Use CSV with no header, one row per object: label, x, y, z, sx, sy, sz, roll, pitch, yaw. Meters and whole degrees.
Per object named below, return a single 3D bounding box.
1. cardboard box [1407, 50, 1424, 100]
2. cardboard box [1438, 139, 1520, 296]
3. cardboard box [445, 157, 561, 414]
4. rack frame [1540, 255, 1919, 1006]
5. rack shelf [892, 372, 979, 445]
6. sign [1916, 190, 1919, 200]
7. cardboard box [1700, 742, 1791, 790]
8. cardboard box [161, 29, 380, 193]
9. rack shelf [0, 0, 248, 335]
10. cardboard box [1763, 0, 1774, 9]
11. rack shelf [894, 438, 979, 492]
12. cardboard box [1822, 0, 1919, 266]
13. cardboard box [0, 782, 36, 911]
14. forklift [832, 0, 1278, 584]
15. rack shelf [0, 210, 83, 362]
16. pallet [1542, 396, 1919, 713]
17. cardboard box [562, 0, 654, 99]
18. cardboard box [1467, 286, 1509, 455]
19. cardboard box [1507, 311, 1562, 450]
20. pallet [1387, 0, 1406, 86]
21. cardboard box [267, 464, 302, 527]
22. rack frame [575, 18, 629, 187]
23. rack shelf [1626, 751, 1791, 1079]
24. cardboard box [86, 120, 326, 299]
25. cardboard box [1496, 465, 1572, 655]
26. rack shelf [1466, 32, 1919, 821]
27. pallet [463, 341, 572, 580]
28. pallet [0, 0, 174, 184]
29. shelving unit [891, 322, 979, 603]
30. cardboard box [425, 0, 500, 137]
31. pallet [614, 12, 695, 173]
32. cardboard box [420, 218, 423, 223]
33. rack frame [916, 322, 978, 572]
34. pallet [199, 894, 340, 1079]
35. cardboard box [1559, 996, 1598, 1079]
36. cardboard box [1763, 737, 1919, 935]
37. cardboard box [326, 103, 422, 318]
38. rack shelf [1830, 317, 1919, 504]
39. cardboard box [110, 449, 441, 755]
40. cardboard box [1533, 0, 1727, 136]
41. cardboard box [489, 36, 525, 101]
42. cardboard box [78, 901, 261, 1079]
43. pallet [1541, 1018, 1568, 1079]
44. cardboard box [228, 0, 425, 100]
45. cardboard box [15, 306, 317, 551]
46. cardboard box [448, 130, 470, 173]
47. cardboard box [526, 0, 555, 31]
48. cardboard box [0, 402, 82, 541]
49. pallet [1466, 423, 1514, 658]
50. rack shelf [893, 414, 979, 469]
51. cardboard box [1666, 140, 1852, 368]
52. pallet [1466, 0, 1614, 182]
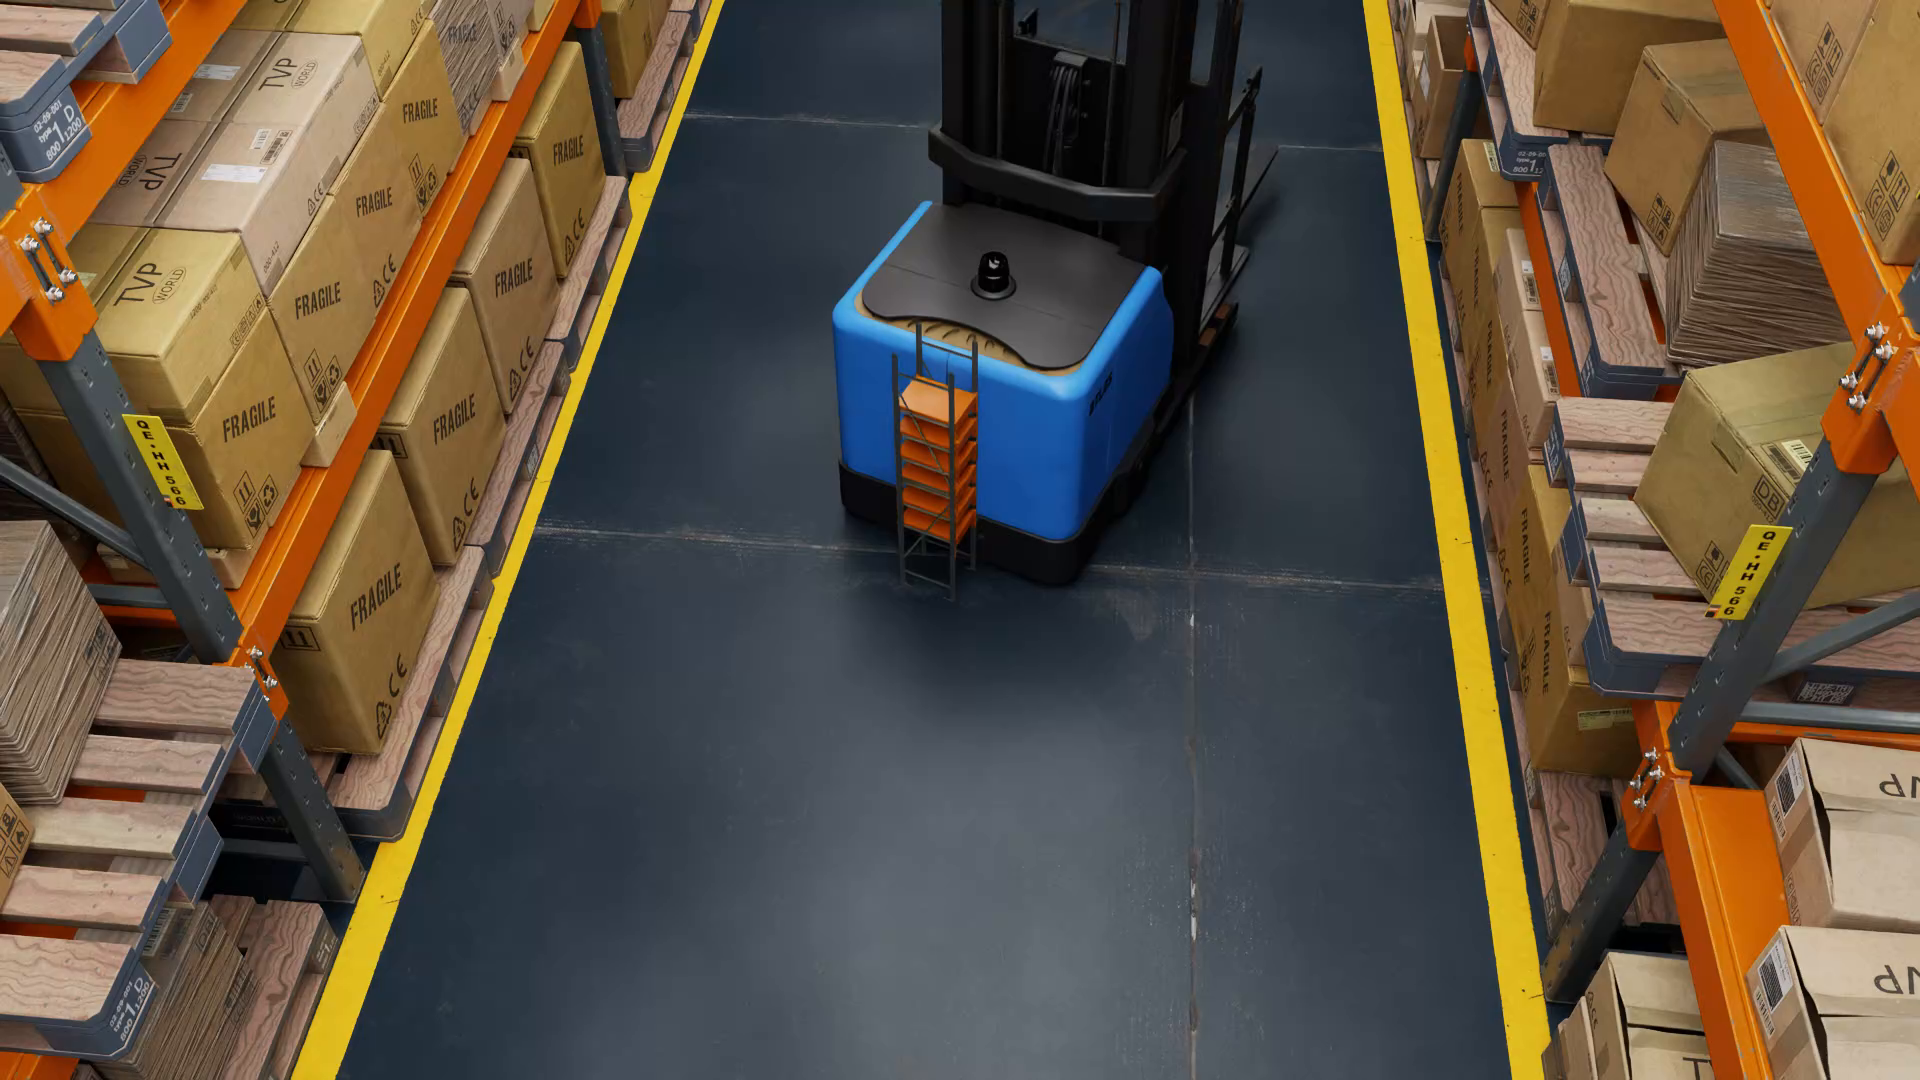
cardboard box,2.506,-2.370,8.518,0.380,0.149,0.250,4,48,4
cardboard box,2.475,-1.432,7.423,0.500,0.500,0.500,2,48,2
cardboard box,-2.180,-1.073,6.871,0.750,0.750,0.750,5,48,5
rack frame,2.397,0.473,4.284,1.000,3.000,0.127,4,48,4
rack shelf,-0.087,-0.470,5.939,0.258,0.103,0.180,20,51,17
sign,1.857,-0.752,3.021,0.100,0.325,0.005,4,48,4
cardboard box,2.723,0.853,5.333,0.500,0.500,0.500,6,48,5
cardboard box,-2.148,-1.330,5.143,0.500,0.250,0.500,4,48,4
rack shelf,-2.354,-2.096,5.089,1.077,0.370,4.000,4,48,4
cardboard box,2.497,-1.653,4.128,0.910,0.500,0.500,4,48,4
rack shelf,-0.087,-0.308,6.117,0.258,0.103,0.180,20,51,17
cardboard box,2.403,-0.896,3.436,0.910,0.500,0.500,4,48,4
cardboard box,-2.593,0.719,3.694,0.700,0.500,0.500,0,48,0
forklift,0.613,-1.916,6.516,1.130,2.935,3.031,20,51,17
rack shelf,-2.719,0.843,2.401,1.077,0.370,4.000,4,48,4
pallet,2.389,0.035,4.815,1.213,0.211,1.003,4,48,4
cardboard box,-2.001,-2.637,8.539,0.700,0.500,0.500,4,48,4
cardboard box,2.384,-0.672,6.728,0.500,0.500,0.500,4,48,4
cardboard box,2.339,-0.581,6.137,0.500,0.250,0.500,3,48,3
pallet,2.934,-2.928,9.286,1.003,0.211,1.213,4,48,4
cardboard box,-2.244,-0.190,5.048,0.380,0.149,0.250,4,48,4
rack frame,-2.172,-2.796,7.275,1.000,3.000,0.127,4,48,4
rack shelf,2.215,2.186,3.206,1.077,0.370,4.000,4,48,4
cardboard box,-2.190,-0.962,4.806,0.500,0.250,0.500,3,48,3
cardboard box,2.296,0.085,6.035,0.500,0.500,0.500,2,48,2
rack shelf,2.579,-0.754,5.894,1.077,0.370,4.000,4,48,4
pallet,-2.276,-0.384,6.958,1.003,0.211,1.213,4,48,4
pallet,-2.530,-1.282,3.985,1.213,0.211,1.003,6,48,5
shelving unit,-0.087,-0.257,6.172,0.258,1.200,0.189,20,51,17
cardboard box,-2.054,-1.837,6.115,0.500,0.500,0.500,4,48,4
pallet,-2.025,-2.409,8.810,1.003,0.211,1.213,4,48,4
cardboard box,-2.147,-1.133,5.910,0.380,0.149,0.250,4,48,4
rack frame,-0.047,-0.318,6.228,0.240,1.200,0.006,20,51,17
pallet,-2.609,1.658,5.090,1.003,0.211,1.213,4,48,4
cardboard box,2.057,1.625,4.810,0.500,0.250,0.500,4,48,3
cardboard box,2.320,0.768,4.075,0.500,0.311,0.500,7,48,6
cardboard box,-2.134,-1.087,5.428,0.500,0.500,0.500,4,48,3
rack shelf,2.215,1.173,2.099,1.077,0.370,4.000,4,48,4
cardboard box,-2.339,0.195,5.711,0.750,0.750,0.750,3,48,3
cardboard box,2.496,-1.799,6.010,0.700,0.500,0.500,11,48,10
cardboard box,-1.954,-1.878,6.592,0.380,0.149,0.250,4,48,4
cardboard box,-2.550,1.371,4.859,0.700,0.500,0.500,4,48,4
pallet,2.283,2.017,4.762,1.003,0.211,1.213,4,48,4
cardboard box,-2.108,-1.706,5.486,0.500,0.250,0.500,3,48,3
cardboard box,-2.237,-0.338,4.743,0.500,0.500,0.500,5,48,5
cardboard box,-2.080,-1.520,6.264,0.380,0.149,0.250,3,48,2
cardboard box,-1.920,-2.264,6.945,0.380,0.149,0.250,5,48,4
cardboard box,-2.756,-0.363,4.766,0.500,0.500,0.500,4,48,4
pallet,2.617,-0.026,6.631,1.003,0.211,1.213,4,48,4
rack shelf,-0.087,-0.389,6.028,0.258,0.103,0.180,20,51,17
cardboard box,2.616,-0.832,5.126,0.700,0.500,0.500,12,49,11
pallet,2.580,-1.821,6.513,1.003,0.211,1.213,4,48,4
